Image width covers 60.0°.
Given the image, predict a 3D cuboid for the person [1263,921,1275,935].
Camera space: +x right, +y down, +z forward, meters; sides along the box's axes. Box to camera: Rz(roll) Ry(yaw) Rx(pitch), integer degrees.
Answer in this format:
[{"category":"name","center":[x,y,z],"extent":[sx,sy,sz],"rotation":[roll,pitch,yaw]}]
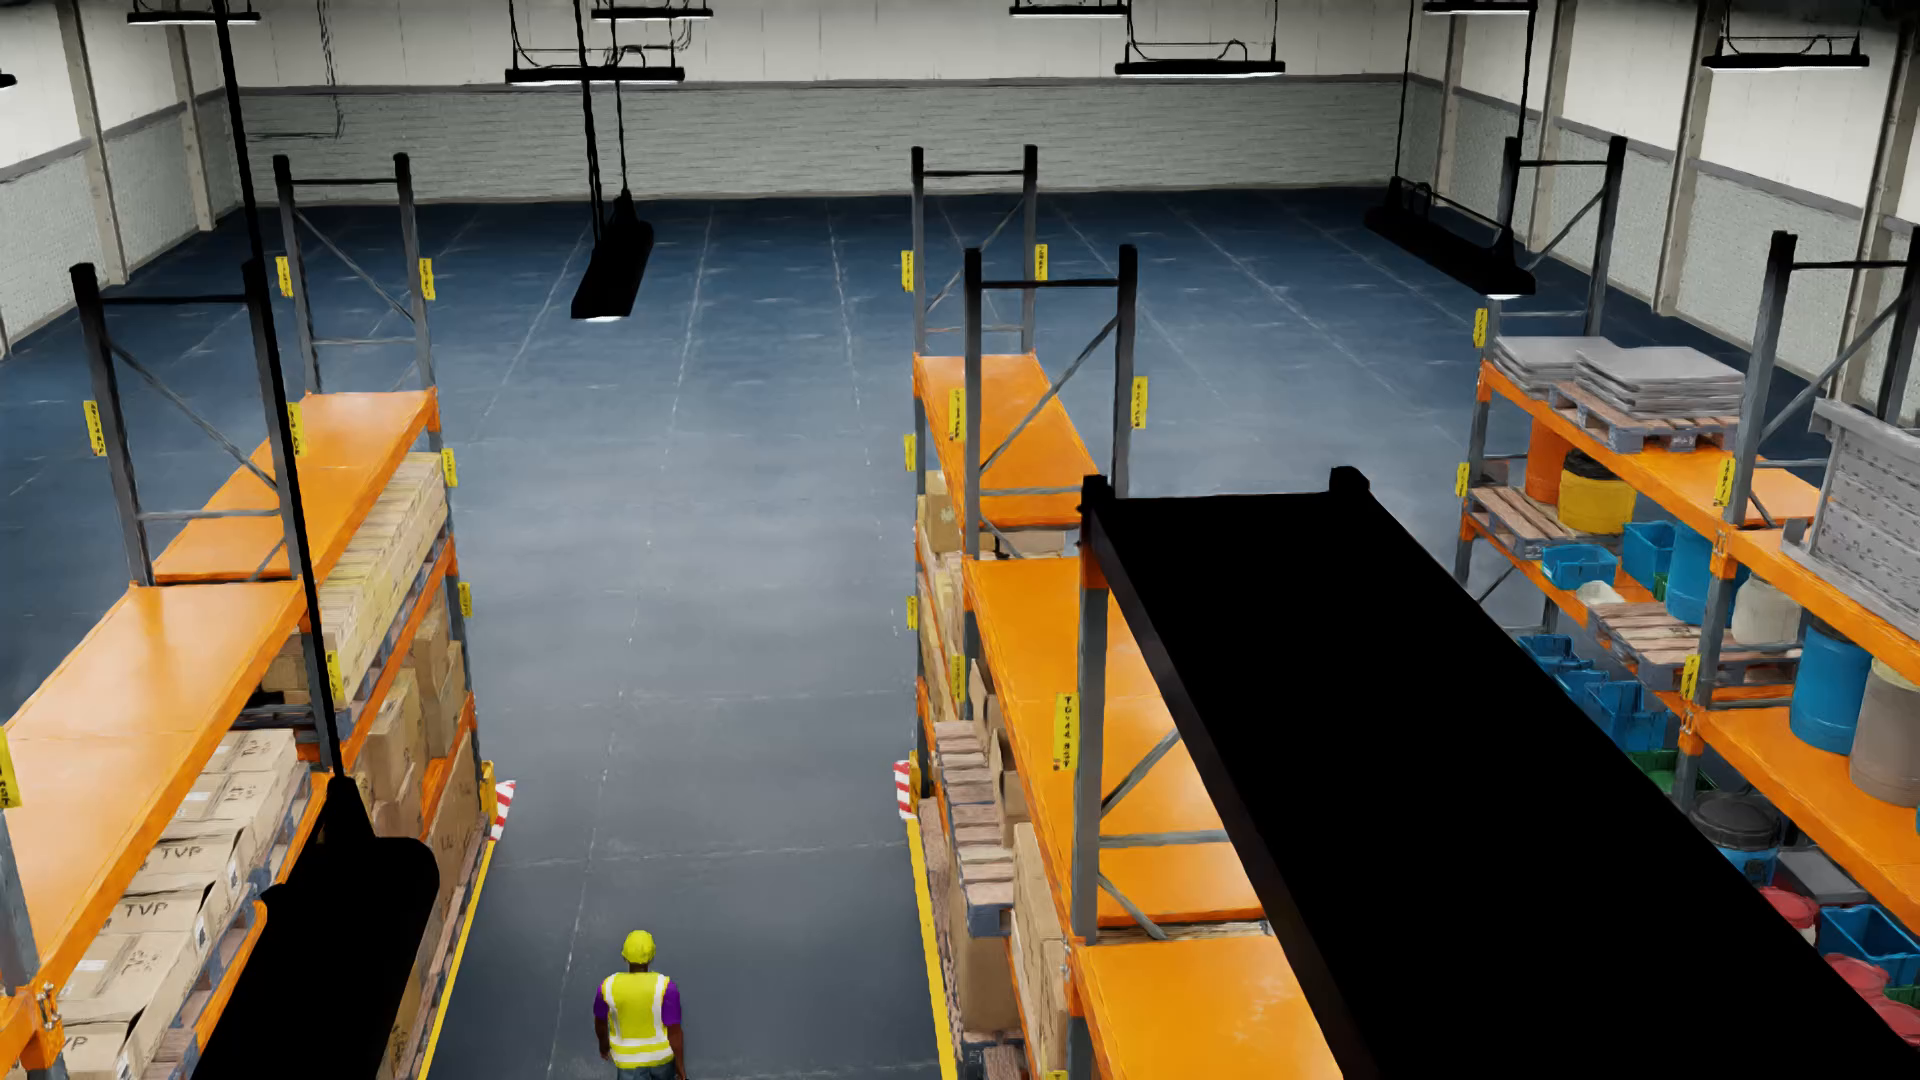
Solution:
[{"category":"person","center":[2.293,3.028,11.578],"extent":[0.476,1.759,0.593],"rotation":[-16,26,-34]}]

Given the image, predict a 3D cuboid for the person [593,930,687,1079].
[{"category":"person","center":[-2.090,3.331,10.903],"extent":[0.589,1.716,1.043],"rotation":[-3,22,-7]}]
